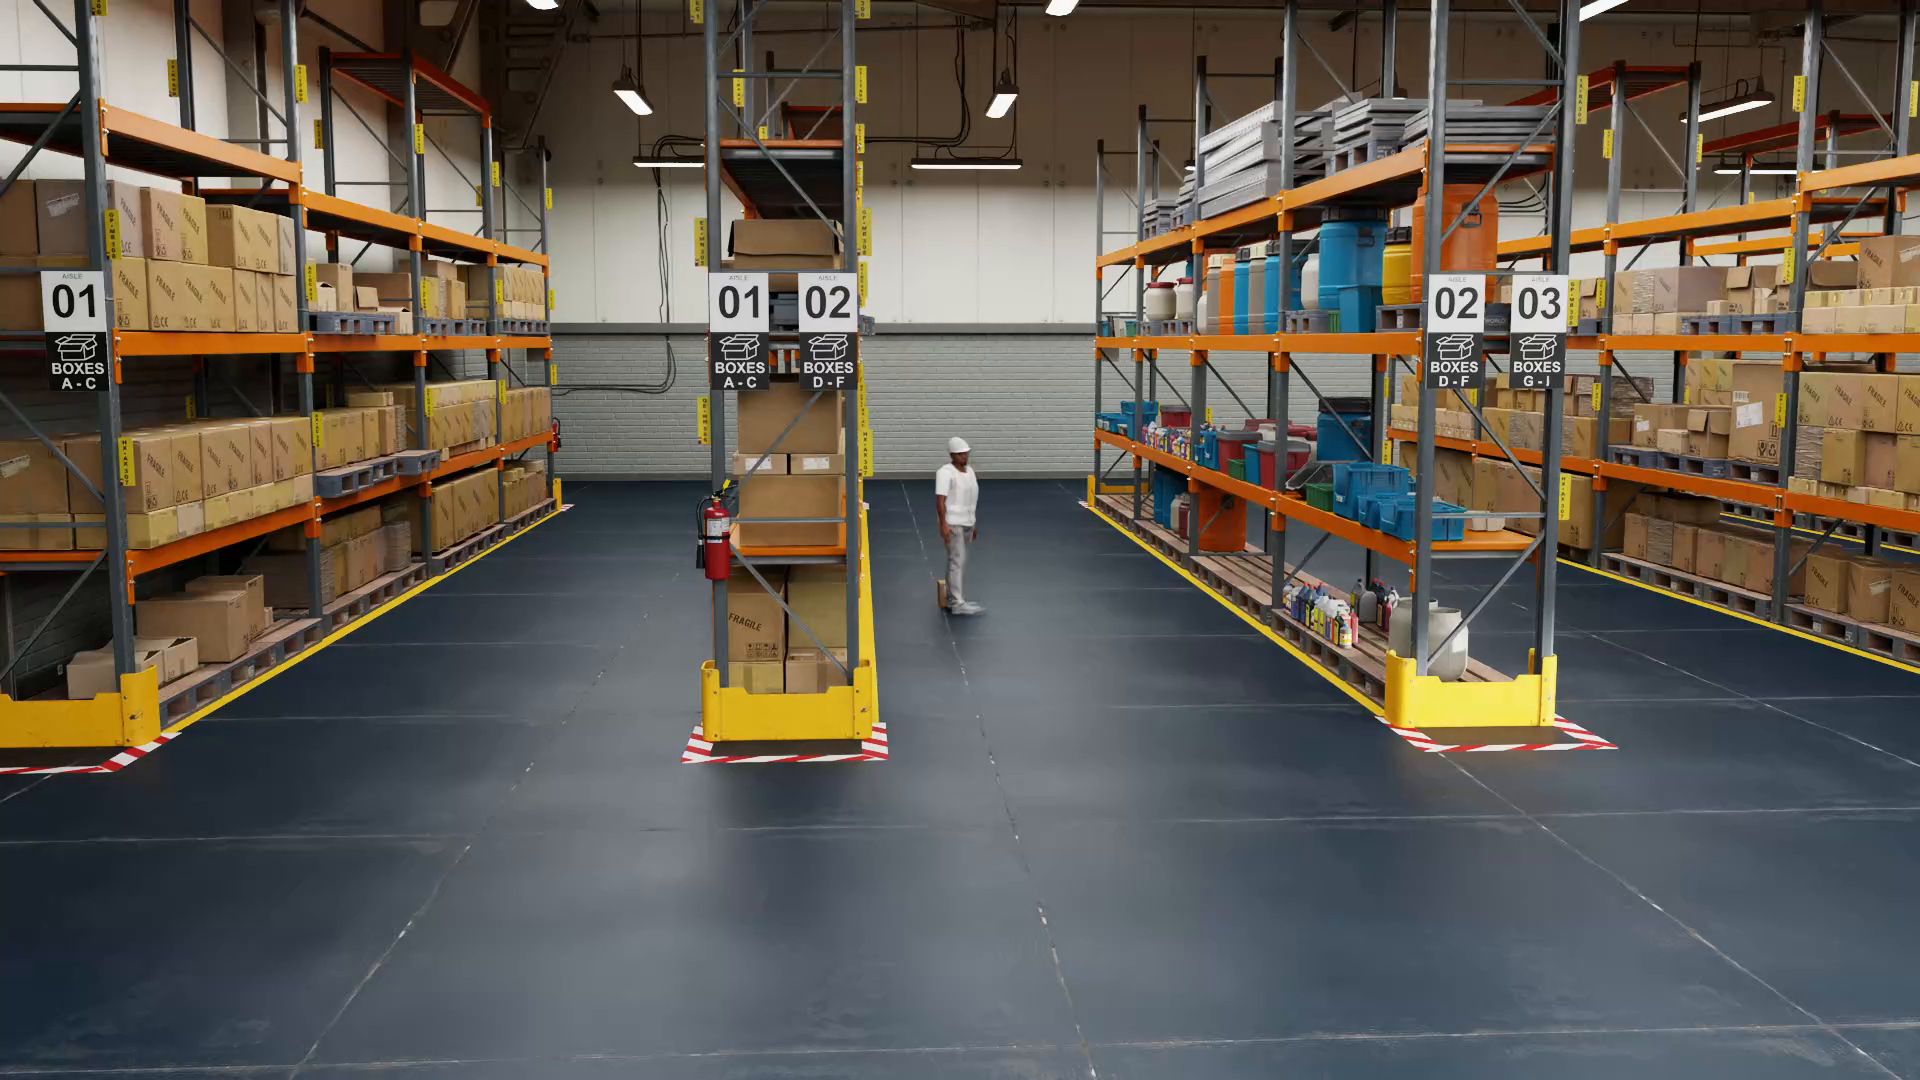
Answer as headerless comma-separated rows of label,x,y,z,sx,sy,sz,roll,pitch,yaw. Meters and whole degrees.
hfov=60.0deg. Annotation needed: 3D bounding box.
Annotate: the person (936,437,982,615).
person,0.026,-0.149,16.729,0.531,1.768,0.668,4,8,32
